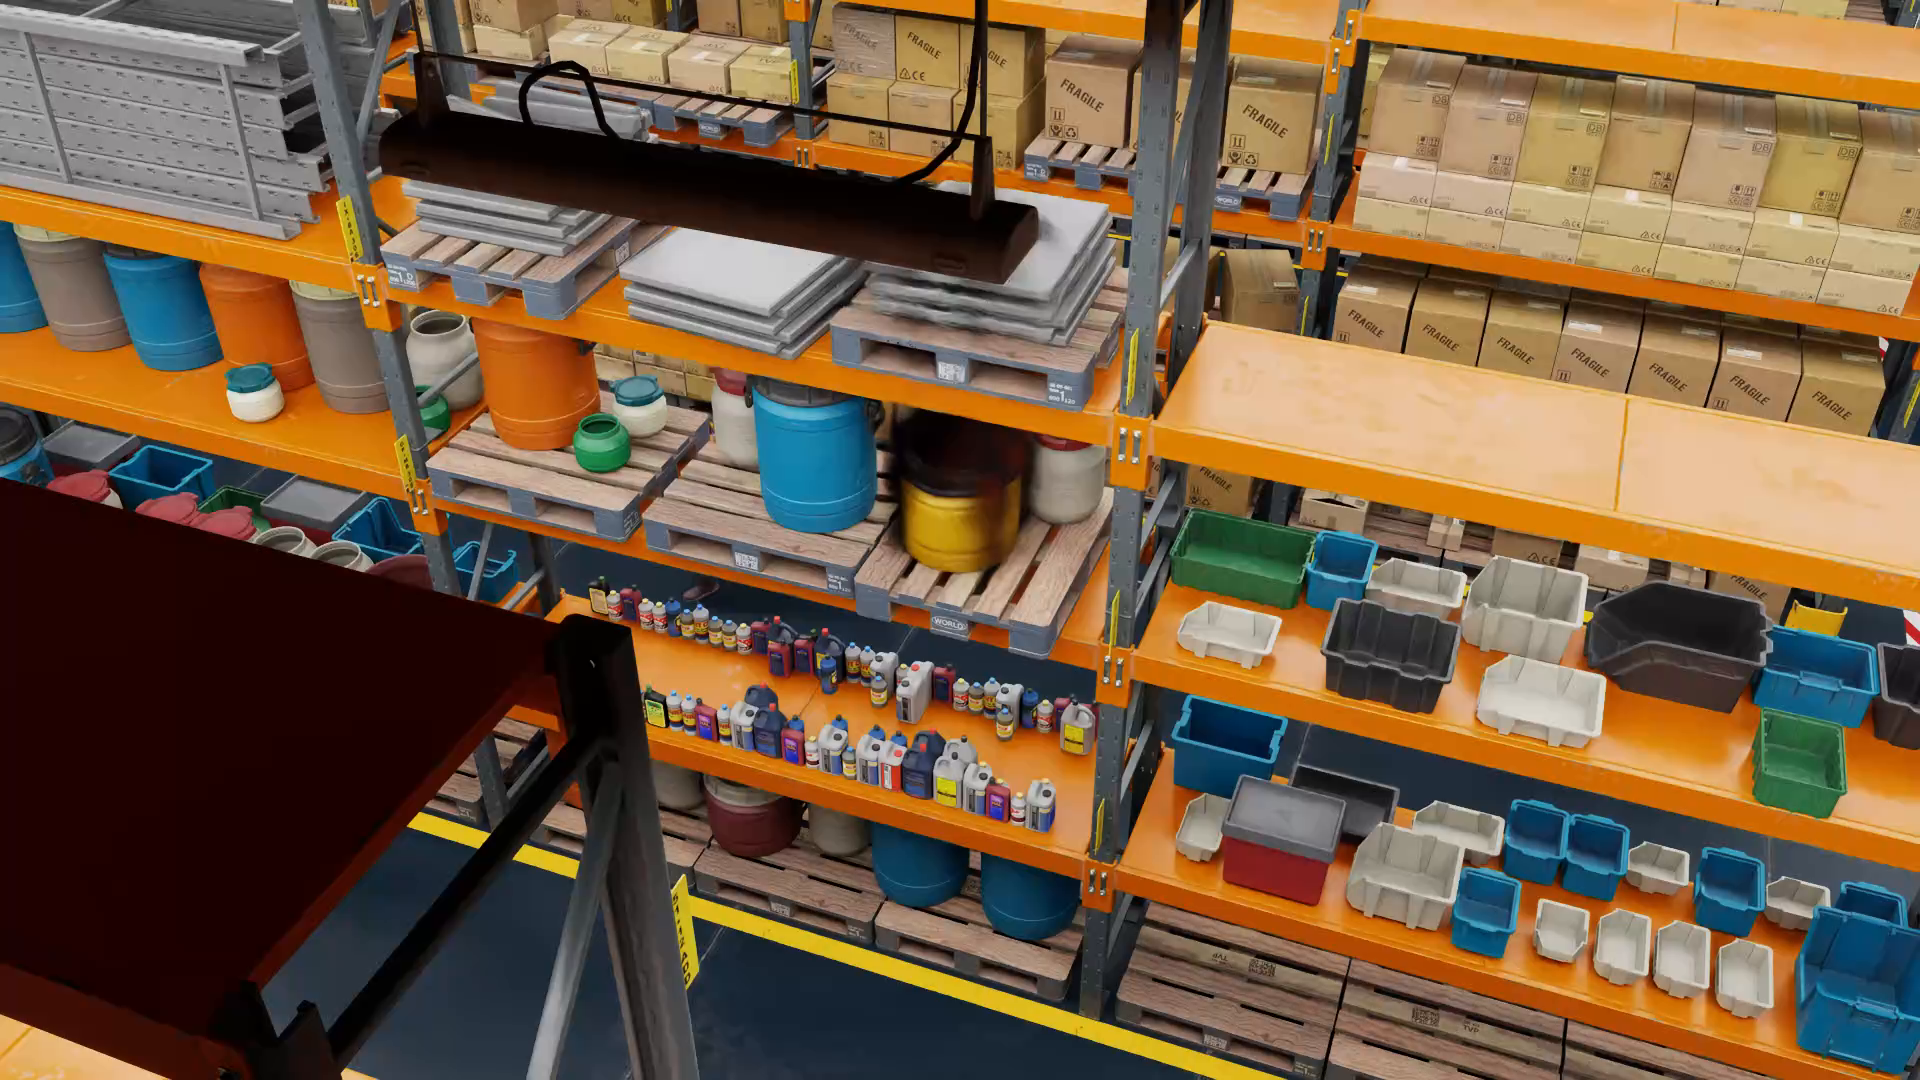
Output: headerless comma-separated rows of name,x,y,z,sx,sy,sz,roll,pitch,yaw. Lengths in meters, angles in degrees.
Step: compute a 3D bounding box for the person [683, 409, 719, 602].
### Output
person,-1.746,-0.249,12.377,0.955,1.633,0.575,4,37,5
